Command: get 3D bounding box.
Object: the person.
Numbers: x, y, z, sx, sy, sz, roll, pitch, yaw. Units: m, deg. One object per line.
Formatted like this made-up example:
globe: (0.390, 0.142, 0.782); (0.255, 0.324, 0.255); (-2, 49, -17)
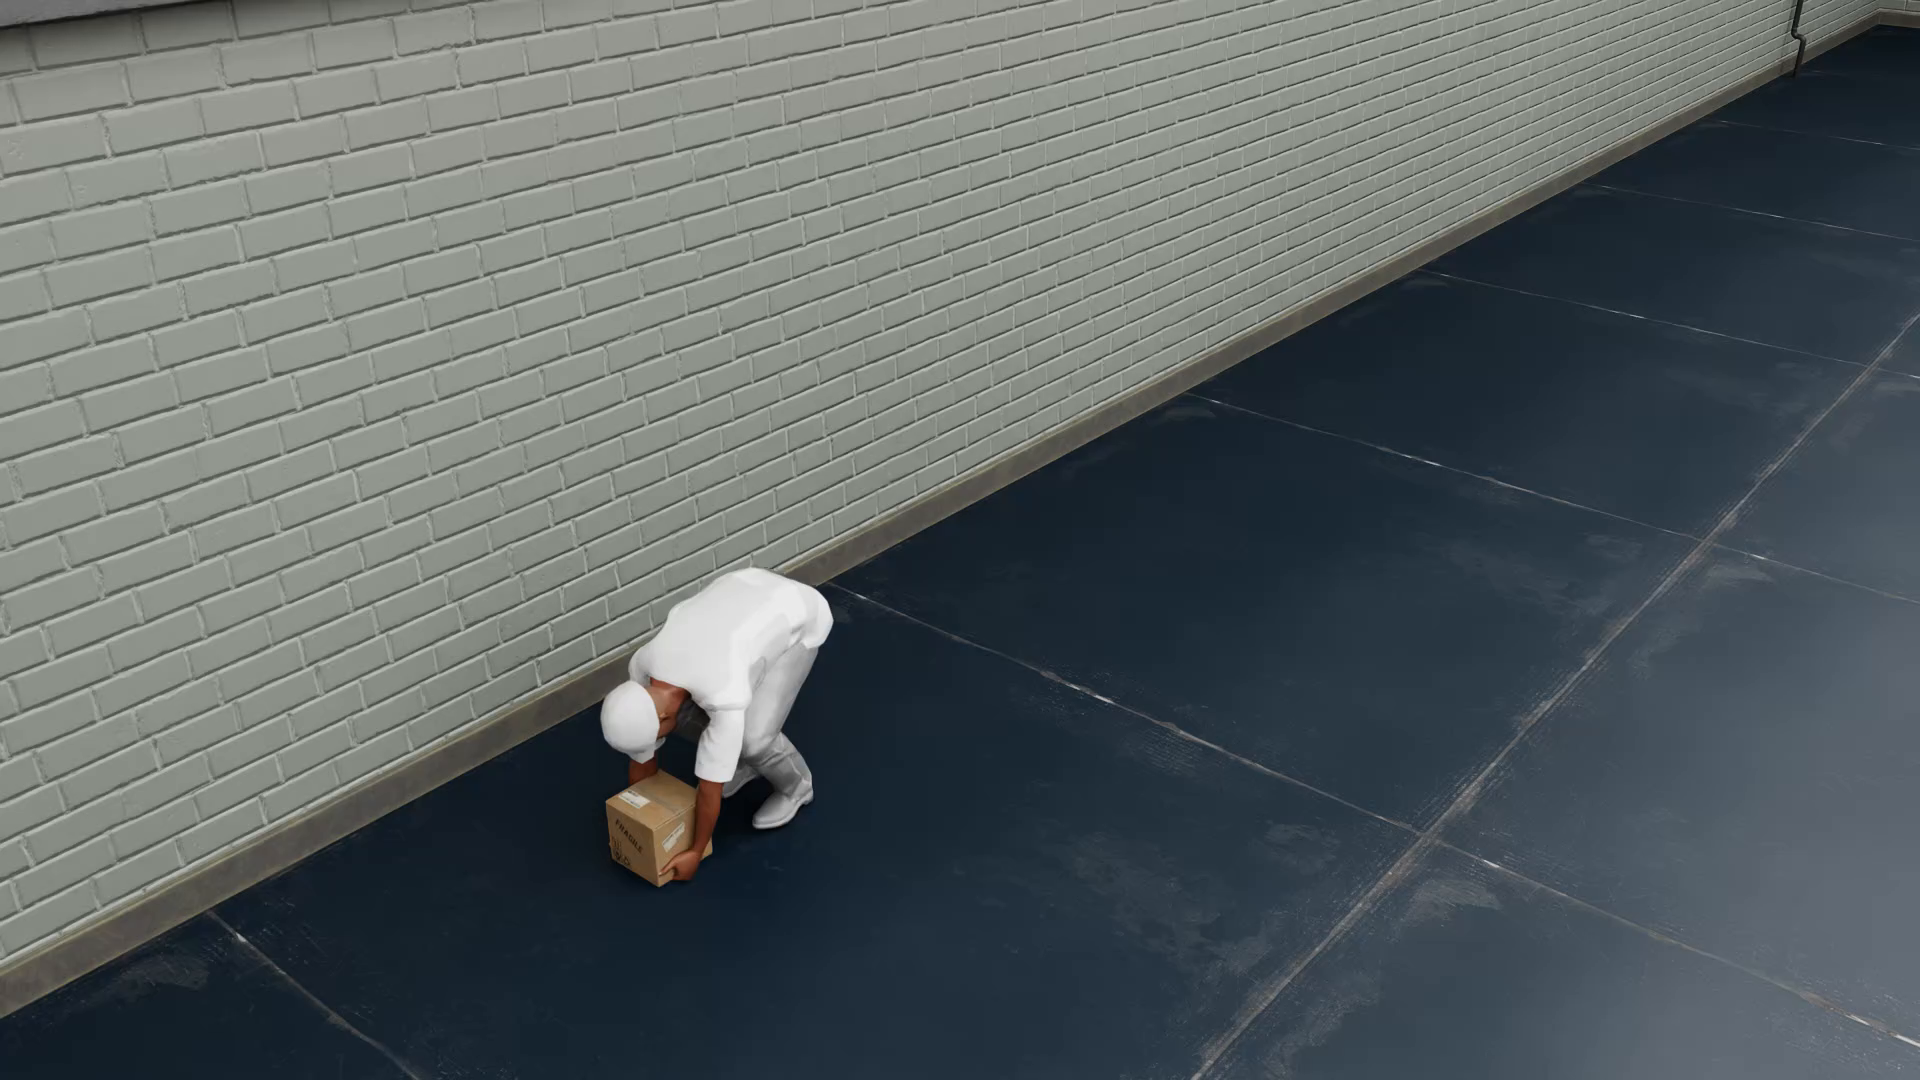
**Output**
person: (-0.851, 0.625, 5.835); (0.511, 0.907, 0.977); (19, 33, 32)
